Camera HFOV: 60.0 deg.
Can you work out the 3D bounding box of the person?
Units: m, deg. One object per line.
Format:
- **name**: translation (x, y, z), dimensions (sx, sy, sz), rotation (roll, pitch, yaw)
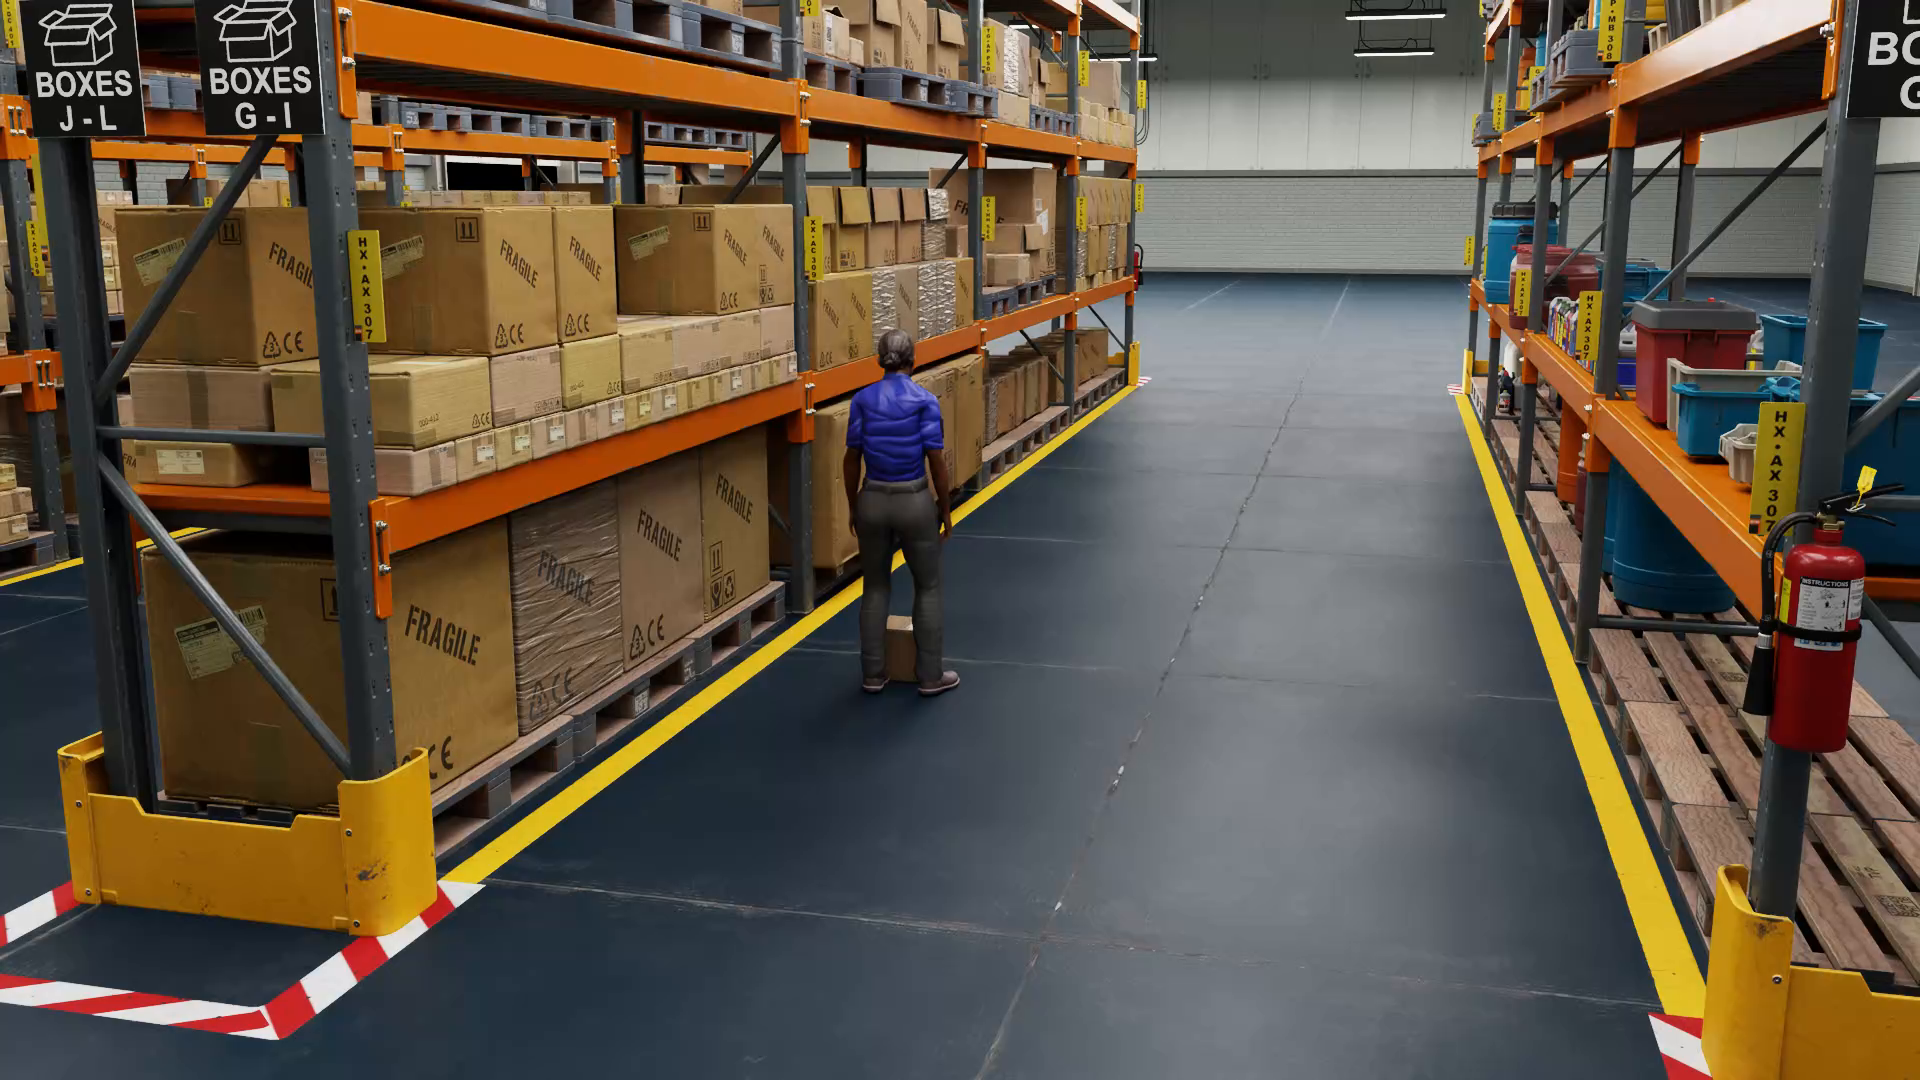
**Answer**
- **person**: translation (-0.274, -0.122, 7.556), dimensions (0.505, 1.654, 0.352), rotation (3, 12, 14)
